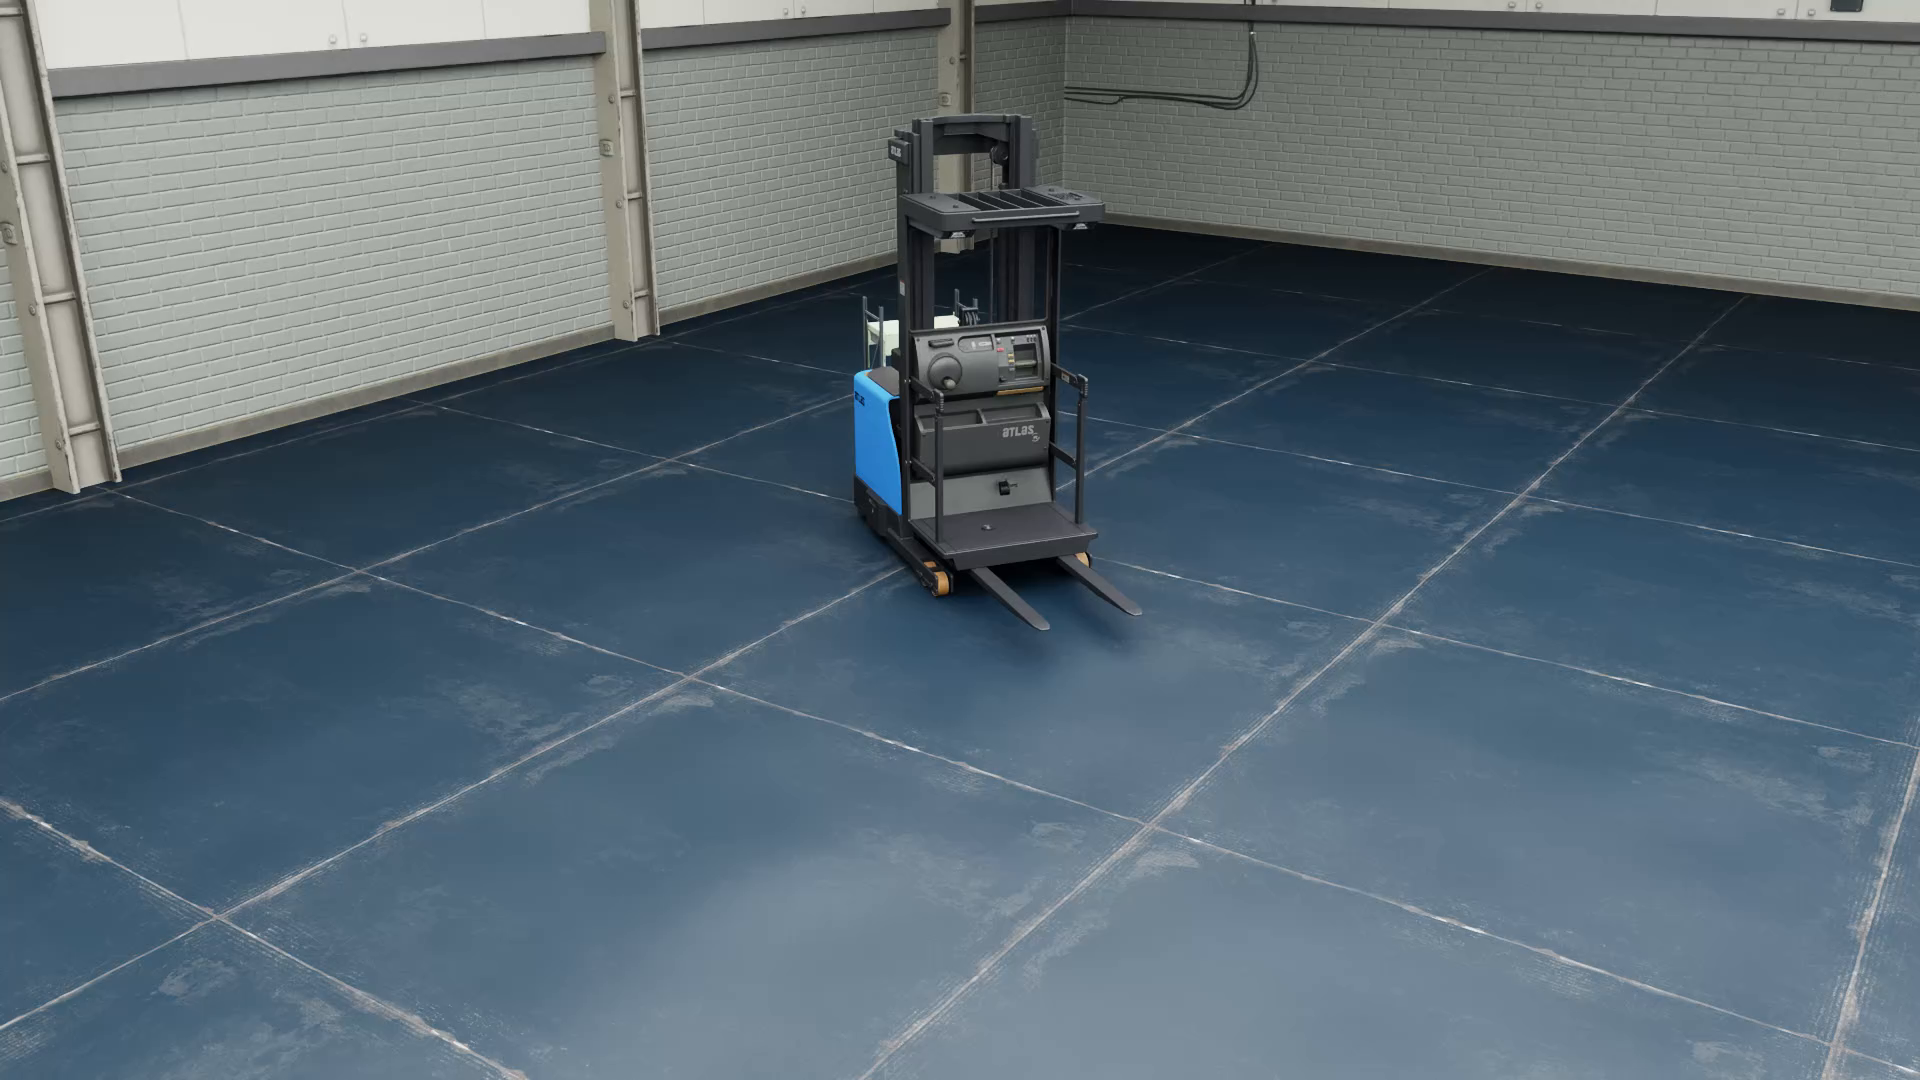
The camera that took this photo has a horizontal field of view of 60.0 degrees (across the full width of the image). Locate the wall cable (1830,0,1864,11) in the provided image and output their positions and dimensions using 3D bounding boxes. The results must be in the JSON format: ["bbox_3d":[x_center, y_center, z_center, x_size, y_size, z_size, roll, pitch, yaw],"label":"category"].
[{"bbox_3d":[10.544,-8.428,16.677,2.305,6.003,0.169,13,24,32],"label":"wall cable"}]

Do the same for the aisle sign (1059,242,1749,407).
[{"bbox_3d":[5.174,-2.650,18.928,6.000,0.001,6.000,13,24,32],"label":"aisle sign"}]

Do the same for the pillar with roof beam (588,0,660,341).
[{"bbox_3d":[0.139,-5.541,13.773,9.100,9.000,0.400,13,24,32],"label":"pillar with roof beam"}]

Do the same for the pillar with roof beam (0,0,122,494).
[{"bbox_3d":[-3.234,-3.819,9.119,9.100,9.000,0.400,13,24,32],"label":"pillar with roof beam"}]

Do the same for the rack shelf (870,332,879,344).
[{"bbox_3d":[-0.298,-1.515,12.369,0.664,0.071,0.332,-8,22,-21],"label":"rack shelf"}]

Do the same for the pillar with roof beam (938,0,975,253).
[{"bbox_3d":[0.782,-1.637,3.148,22.890,9.050,30.400,13,24,32],"label":"pillar with roof beam"}]

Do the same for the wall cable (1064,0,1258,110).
[{"bbox_3d":[2.701,-7.233,22.823,3.097,2.526,0.112,13,24,32],"label":"wall cable"}]

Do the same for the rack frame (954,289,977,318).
[{"bbox_3d":[0.041,-1.130,12.657,0.023,1.500,0.400,-8,22,-21],"label":"rack frame"}]

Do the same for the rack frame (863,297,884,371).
[{"bbox_3d":[-0.637,-1.035,12.400,0.023,1.500,0.400,-8,22,-21],"label":"rack frame"}]
